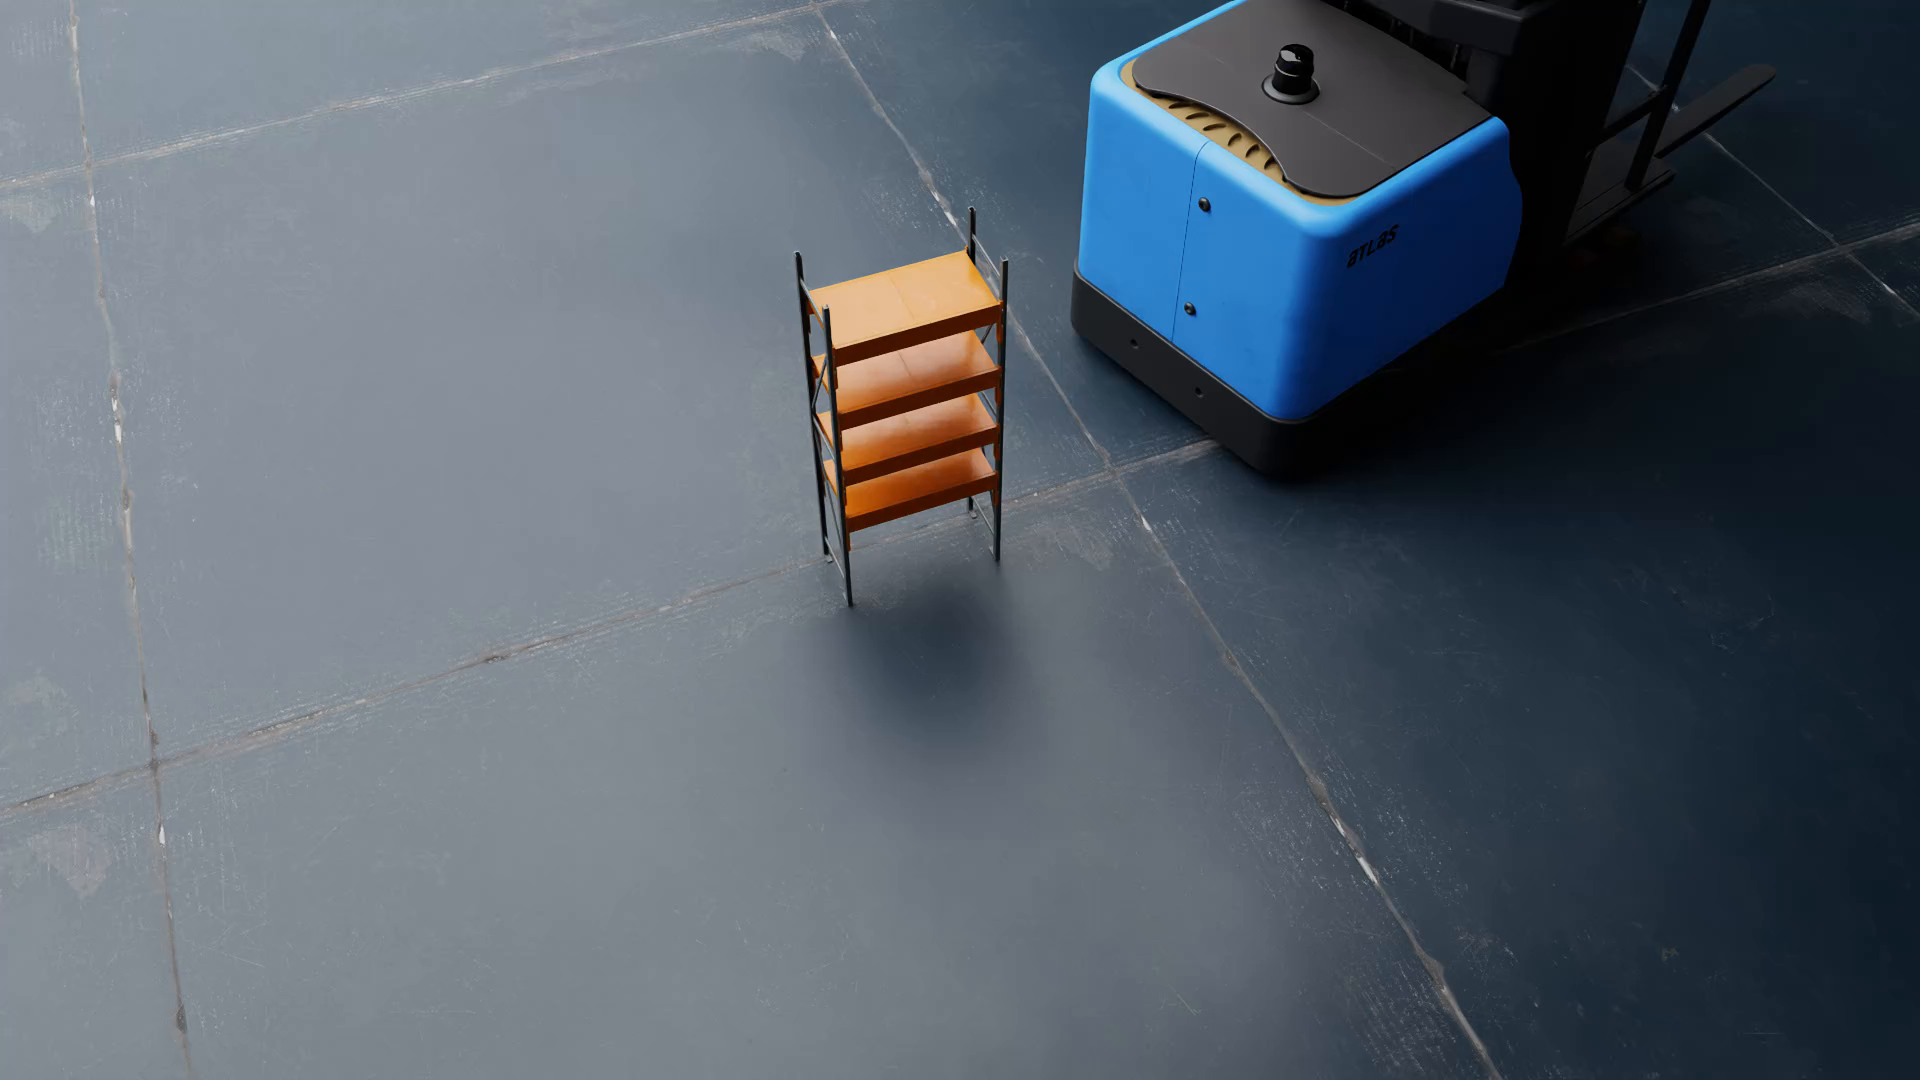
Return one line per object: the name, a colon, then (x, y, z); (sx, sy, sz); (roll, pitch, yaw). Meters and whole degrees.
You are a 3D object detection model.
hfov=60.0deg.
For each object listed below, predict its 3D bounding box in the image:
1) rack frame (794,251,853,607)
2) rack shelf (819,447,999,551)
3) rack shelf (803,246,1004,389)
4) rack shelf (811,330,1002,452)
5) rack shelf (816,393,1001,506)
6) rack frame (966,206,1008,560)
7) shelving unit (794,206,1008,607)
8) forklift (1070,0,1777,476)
rack frame: (-0.379, -0.273, 4.694); (0.015, 1.200, 0.240); (-17, 52, -14)
rack shelf: (-0.153, -0.170, 4.956); (0.480, 0.148, 0.258); (-17, 52, -14)
rack shelf: (-0.153, -0.599, 4.456); (0.480, 0.148, 0.258); (-17, 52, -14)
rack shelf: (-0.153, -0.445, 4.635); (0.480, 0.148, 0.258); (-17, 52, -14)
rack shelf: (-0.153, -0.300, 4.805); (0.480, 0.148, 0.258); (-17, 52, -14)
rack frame: (0.073, -0.413, 4.814); (0.015, 1.200, 0.240); (-17, 52, -14)
shelving unit: (-0.153, -0.343, 4.754); (0.503, 1.200, 0.258); (-17, 52, -14)
forklift: (1.841, -2.120, 5.138); (3.031, 2.935, 1.130); (-32, 57, -25)
